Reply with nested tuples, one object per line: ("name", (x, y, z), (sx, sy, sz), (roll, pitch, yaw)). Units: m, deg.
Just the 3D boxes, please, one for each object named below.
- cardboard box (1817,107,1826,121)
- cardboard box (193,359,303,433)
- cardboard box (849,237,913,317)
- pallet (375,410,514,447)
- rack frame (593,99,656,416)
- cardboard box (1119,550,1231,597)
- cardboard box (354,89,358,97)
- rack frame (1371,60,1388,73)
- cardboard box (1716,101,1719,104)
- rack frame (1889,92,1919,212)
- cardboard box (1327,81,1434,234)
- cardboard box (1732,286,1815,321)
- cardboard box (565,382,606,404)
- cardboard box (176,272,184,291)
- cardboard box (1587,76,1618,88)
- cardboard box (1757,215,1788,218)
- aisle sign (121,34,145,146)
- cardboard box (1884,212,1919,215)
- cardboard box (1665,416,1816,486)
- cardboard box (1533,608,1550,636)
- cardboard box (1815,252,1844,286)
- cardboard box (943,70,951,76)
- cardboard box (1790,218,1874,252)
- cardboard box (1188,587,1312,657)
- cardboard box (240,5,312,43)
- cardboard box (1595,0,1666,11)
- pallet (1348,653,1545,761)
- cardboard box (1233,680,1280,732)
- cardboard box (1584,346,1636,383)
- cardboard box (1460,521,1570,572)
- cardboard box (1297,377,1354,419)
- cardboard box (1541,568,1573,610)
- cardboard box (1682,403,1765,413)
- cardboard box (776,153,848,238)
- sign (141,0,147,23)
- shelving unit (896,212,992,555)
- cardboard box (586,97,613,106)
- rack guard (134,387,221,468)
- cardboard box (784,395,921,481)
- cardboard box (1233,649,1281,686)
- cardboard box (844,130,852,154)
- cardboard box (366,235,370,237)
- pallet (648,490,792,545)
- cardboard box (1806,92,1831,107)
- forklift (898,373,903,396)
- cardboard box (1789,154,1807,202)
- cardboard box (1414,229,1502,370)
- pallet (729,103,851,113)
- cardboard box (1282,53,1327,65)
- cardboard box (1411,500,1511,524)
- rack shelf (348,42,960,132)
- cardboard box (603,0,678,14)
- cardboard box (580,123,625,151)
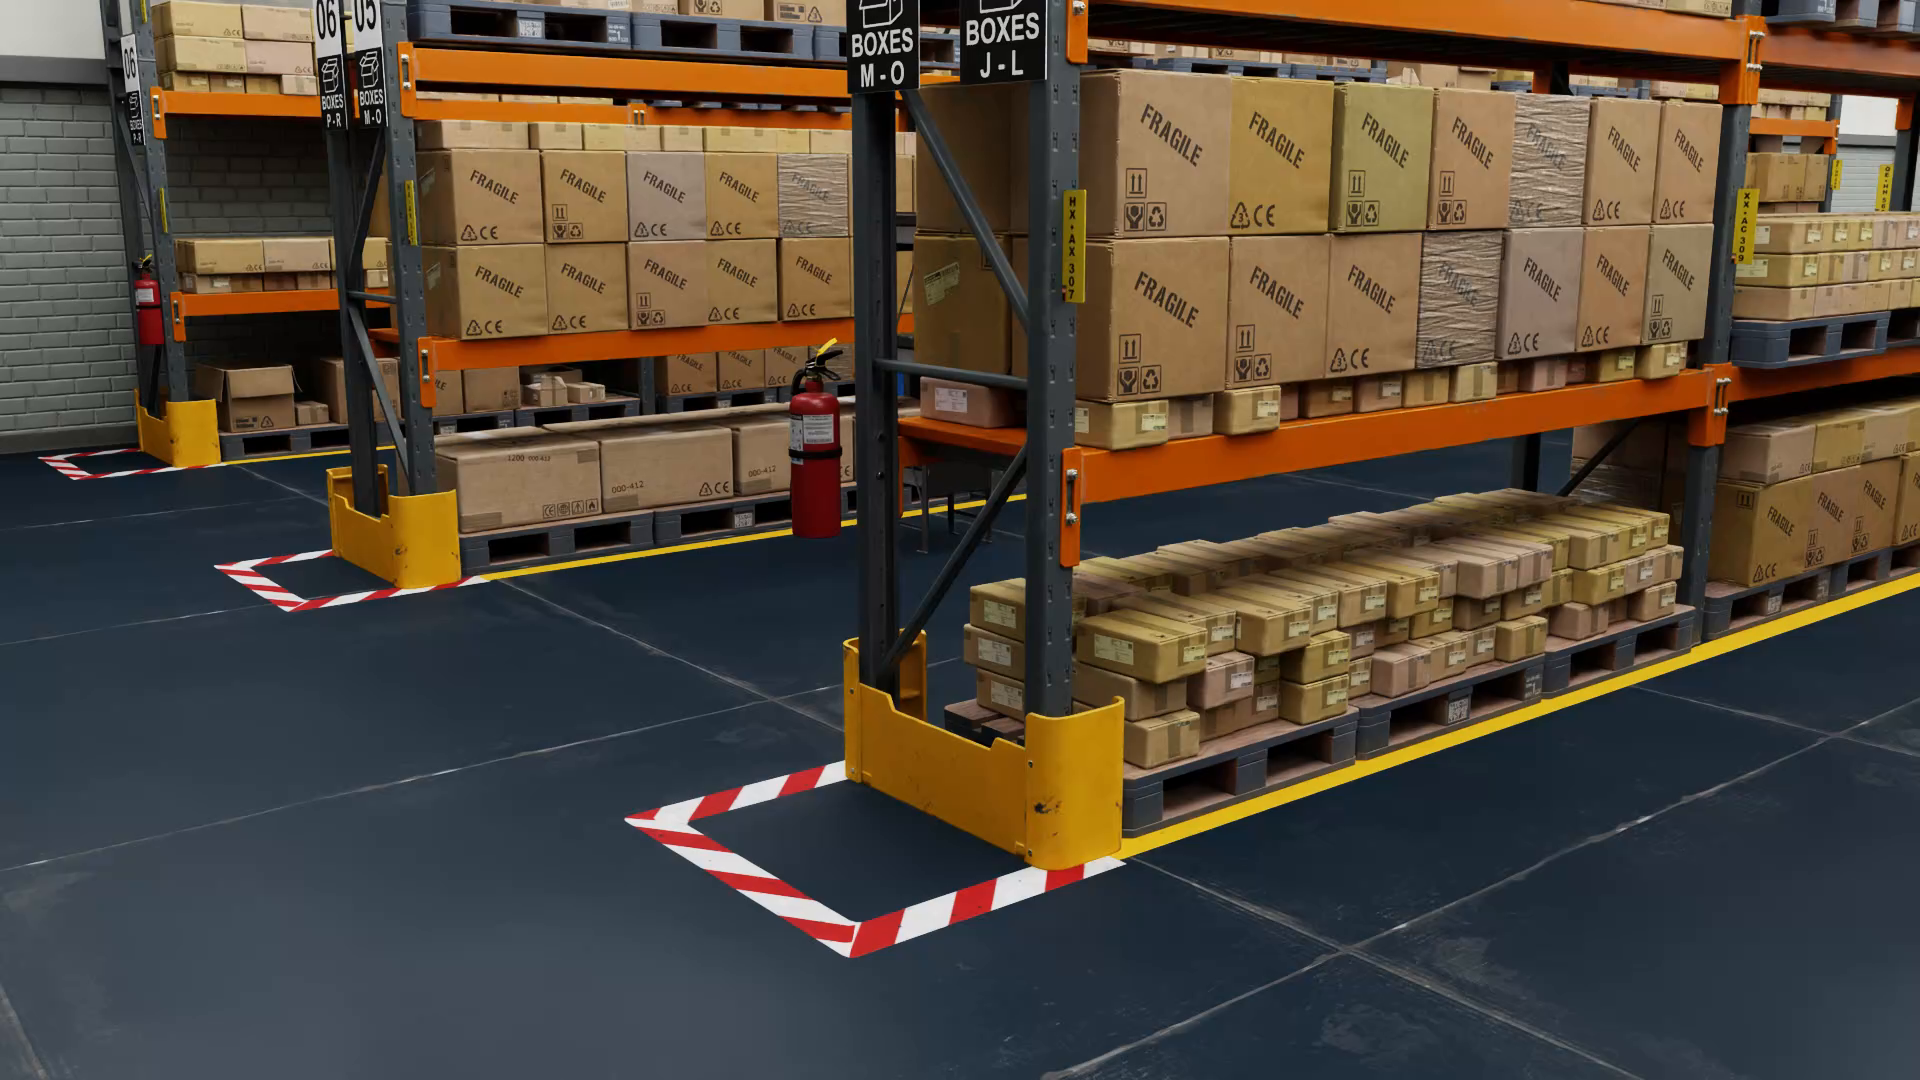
("cardboard box", (9.212, -4.647, 18.173), (0.250, 0.149, 0.380), (-9, 15, -37))
("cardboard box", (-5.745, -1.171, 13.419), (0.637, 0.503, 0.797), (-10, 16, -40))
("cardboard box", (-0.655, -1.716, 10.750), (0.500, 0.500, 0.500), (-10, 16, -39))
("pallet", (-4.648, -1.029, 14.468), (1.213, 0.211, 1.003), (-9, 15, -38))
("rack frame", (-3.158, -2.641, 15.347), (0.127, 3.000, 1.000), (-9, 15, -38))
("cardboard box", (0.845, 0.159, 6.577), (0.250, 0.149, 0.380), (-10, 16, -40))
("cardboard box", (-4.874, -3.632, 13.396), (0.250, 0.149, 0.380), (-10, 15, -38))
("rack frame", (3.069, -5.290, 13.379), (0.127, 3.000, 1.000), (-9, 15, -38))
("cardboard box", (7.651, -4.373, 16.885), (0.250, 0.149, 0.380), (-10, 15, -39))
("rack frame", (6.240, -1.566, 10.283), (0.127, 3.000, 1.000), (-9, 15, -38))
("cardboard box", (1.320, -1.357, 5.935), (0.500, 0.500, 0.500), (-10, 15, -39))
("cardboard box", (3.712, -1.106, 7.710), (0.250, 0.149, 0.380), (-10, 16, -40))
("cardboard box", (-3.410, -1.332, 15.034), (0.250, 0.149, 0.380), (-10, 16, -39))
("cardboard box", (-6.190, -2.086, 13.336), (0.250, 0.149, 0.380), (-10, 15, -38))
("cardboard box", (5.827, -4.375, 15.639), (0.500, 0.250, 0.500), (-10, 15, -39))
("cardboard box", (4.120, -1.638, 8.783), (0.250, 0.149, 0.380), (-10, 16, -39))
("aisle sign", (-6.151, -3.338, 12.366), (0.004, 0.787, 0.394), (-9, 15, -38))
("cardboard box", (5.550, -1.876, 9.903), (0.250, 0.149, 0.380), (-10, 16, -39))
("cardboard box", (3.859, -0.450, 8.226), (0.500, 0.250, 0.500), (-10, 16, -40))
("cardboard box", (2.321, 0.328, 7.217), (0.250, 0.149, 0.380), (-10, 16, -39))
("cardboard box", (3.913, -1.286, 7.839), (0.250, 0.149, 0.380), (-10, 15, -39))
("cardboard box", (-0.118, -4.802, 16.987), (0.250, 0.149, 0.380), (-9, 15, -36))
("cardboard box", (4.128, -1.467, 7.978), (0.250, 0.149, 0.380), (-9, 15, -37))
("cardboard box", (1.032, 0.290, 5.962), (0.250, 0.149, 0.380), (-9, 15, -38))
("cardboard box", (-5.369, -3.986, 12.899), (0.500, 0.250, 0.500), (-10, 15, -38))
("cardboard box", (2.505, -2.271, 6.740), (0.500, 0.250, 0.500), (-9, 15, -38))
("pallet", (1.661, 0.569, 6.941), (1.213, 0.211, 1.003), (-9, 15, -38))
("cardboard box", (0.946, 0.564, 6.102), (0.250, 0.149, 0.380), (-9, 15, -37))
("cardboard box", (2.661, -0.773, 7.153), (0.250, 0.149, 0.380), (-9, 15, -35))
("cardboard box", (2.386, 0.033, 7.170), (0.250, 0.149, 0.380), (-9, 15, -36))
("cardboard box", (1.212, -0.547, 6.088), (0.250, 0.149, 0.380), (-10, 15, -38))
("cardboard box", (2.411, 0.180, 7.194), (0.250, 0.149, 0.380), (-9, 15, -37))
("cardboard box", (3.950, -0.599, 8.929), (0.500, 0.250, 0.500), (-9, 15, -35))
("cardboard box", (-1.043, -2.137, 10.322), (0.500, 0.500, 0.500), (-9, 15, -37))
("sign", (-5.942, -3.929, 12.086), (0.005, 0.325, 0.100), (-9, 15, -38))
("shelving unit", (-0.129, -1.006, 9.810), (0.503, 2.100, 0.431), (-9, 15, -38))
("cardboard box", (-3.254, -3.891, 14.616), (0.250, 0.149, 0.380), (-10, 15, -38))
("rack guard", (-6.222, -0.910, 13.208), (0.348, 0.500, 1.175), (-9, 15, -38))
("cardboard box", (-0.612, -0.725, 11.478), (0.875, 0.438, 0.875), (-10, 15, -38))
("cardboard box", (0.948, 0.417, 6.081), (0.250, 0.149, 0.380), (-9, 15, -37))
("cardboard box", (-0.757, -2.517, 10.553), (0.250, 0.149, 0.380), (-10, 15, -38))
("cardboard box", (-4.887, -2.495, 14.303), (0.500, 0.250, 0.500), (-9, 15, -38))
("pallet", (-1.650, -0.228, 10.693), (1.213, 0.211, 1.003), (-9, 15, -38))
("cardboard box", (9.085, -4.823, 18.045), (0.500, 0.250, 0.500), (-10, 15, -38))
("forklift", (0.277, -2.375, 14.256), (1.130, 2.935, 3.031), (3, 12, 16))
("cardboard box", (8.654, -3.911, 17.963), (0.500, 0.500, 0.700), (-9, 15, -37))
("cardboard box", (1.703, -0.938, 6.368), (0.500, 0.500, 0.500), (-10, 16, -39))
("pallet", (-1.797, -4.225, 16.036), (1.003, 0.211, 1.213), (-9, 15, -38))
("cardboard box", (2.415, -3.918, 12.886), (0.500, 0.500, 0.700), (-10, 16, -40))
("cardboard box", (2.300, -0.071, 7.662), (0.250, 0.149, 0.380), (-10, 15, -38))
("rack shelf", (-1.616, -2.693, 10.099), (4.000, 0.370, 1.077), (-9, 15, -38))
("cardboard box", (-1.978, -3.182, 9.633), (0.500, 0.311, 0.500), (-9, 15, -37))
("cardboard box", (-2.099, -2.272, 9.397), (0.250, 0.149, 0.380), (-10, 16, -39))
